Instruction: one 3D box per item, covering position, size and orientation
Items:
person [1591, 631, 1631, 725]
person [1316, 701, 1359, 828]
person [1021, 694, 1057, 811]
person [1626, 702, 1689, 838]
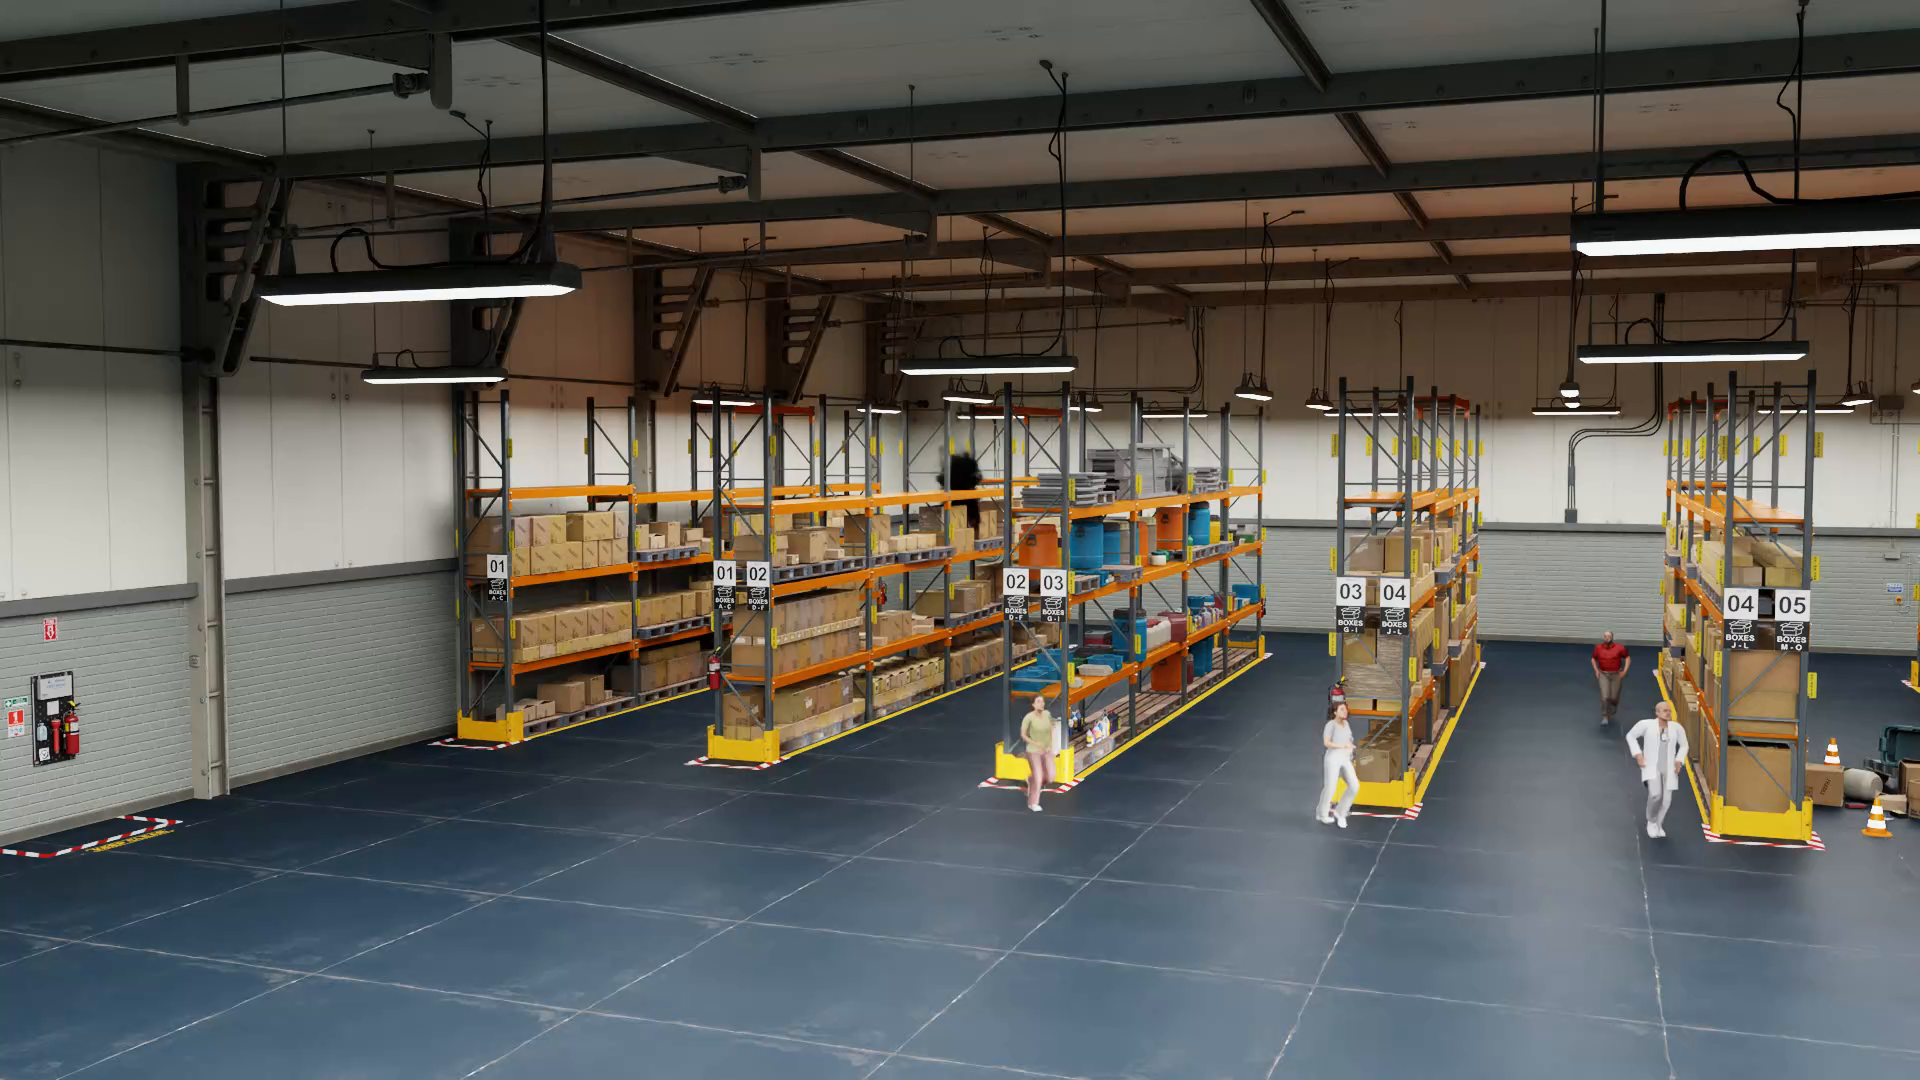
[{"bbox_3d":[11.850,2.501,30.294,0.669,1.706,0.645,2,4,27],"label":"person"},{"bbox_3d":[5.029,2.971,21.991,0.586,1.696,0.665,-2,4,-27],"label":"person"},{"bbox_3d":[1.100,2.929,22.966,0.606,1.627,0.613,-2,4,-29],"label":"person"},{"bbox_3d":[8.987,2.955,21.352,0.731,1.731,0.632,0,3,8],"label":"person"}]
